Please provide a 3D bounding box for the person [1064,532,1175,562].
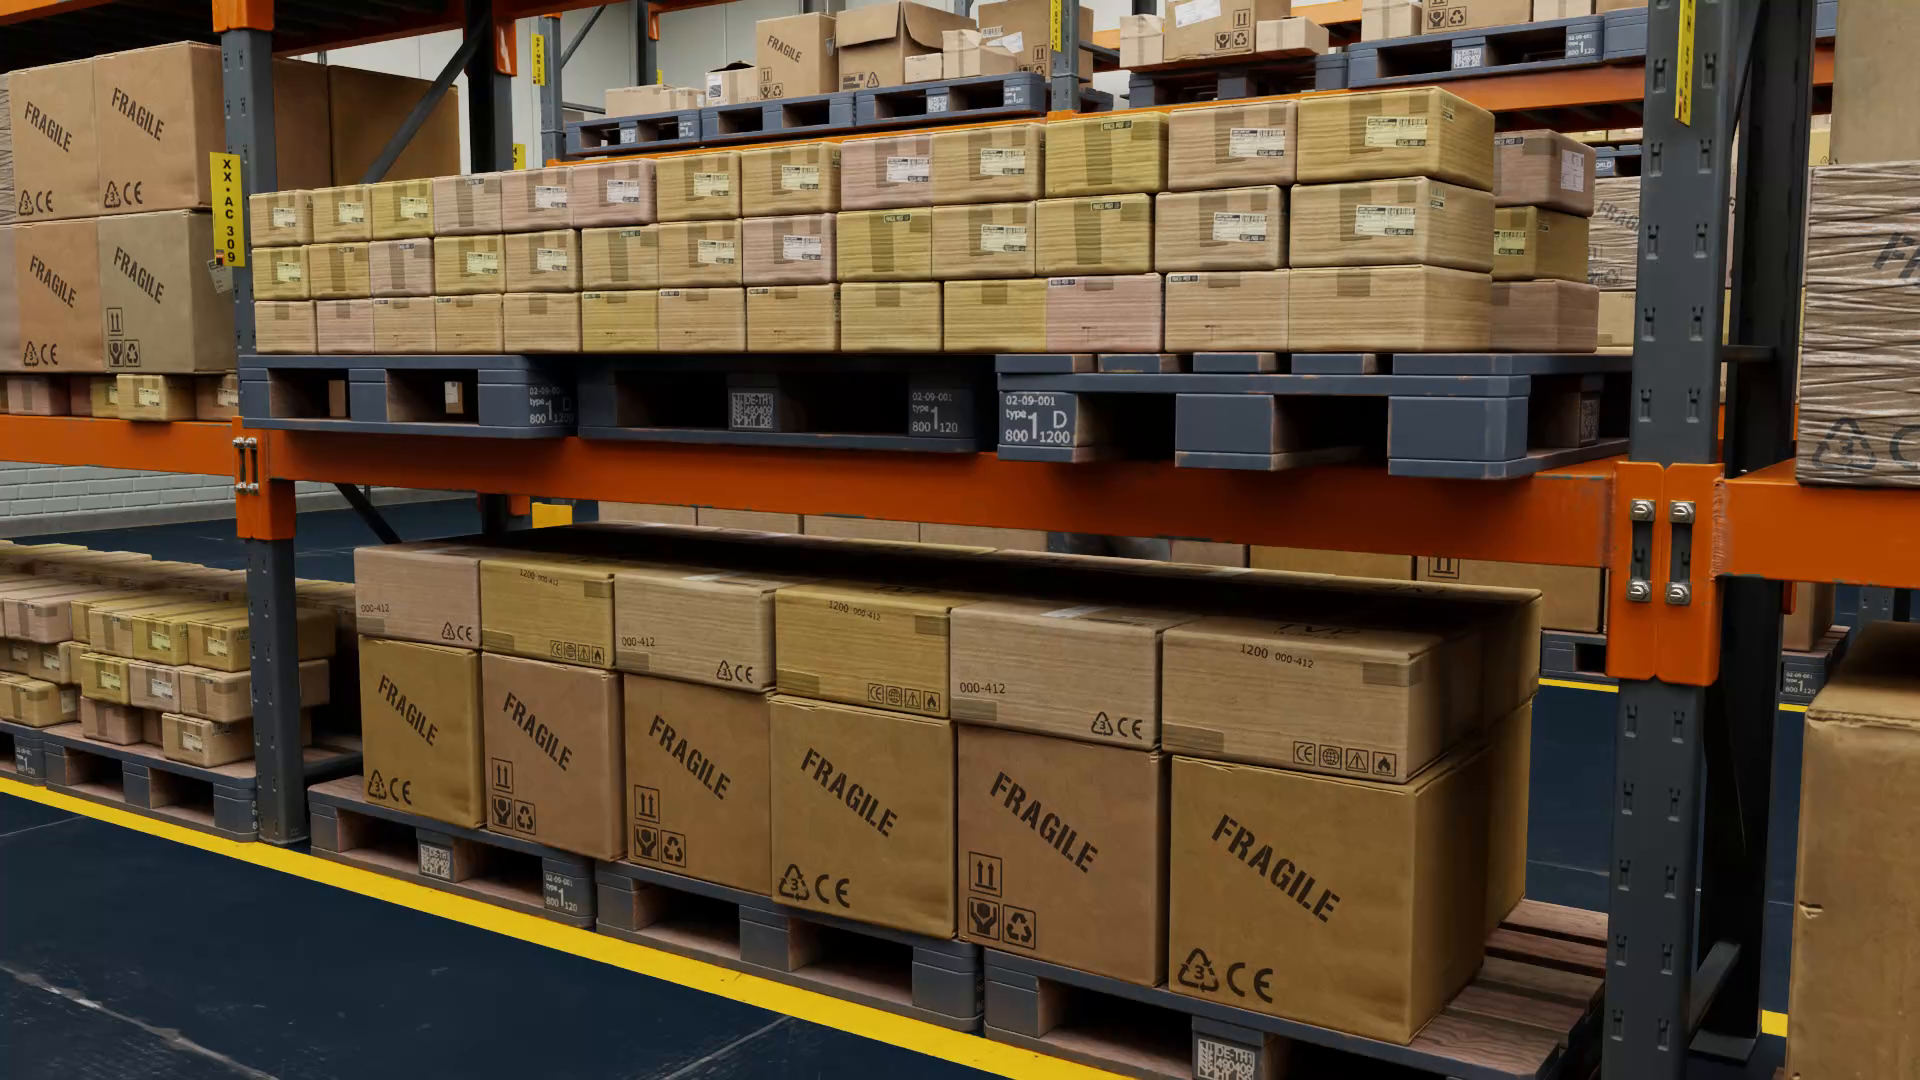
[{"bbox_3d":[0.618,-0.095,6.510,0.536,1.778,0.392,4,8,34],"label":"person"}]
